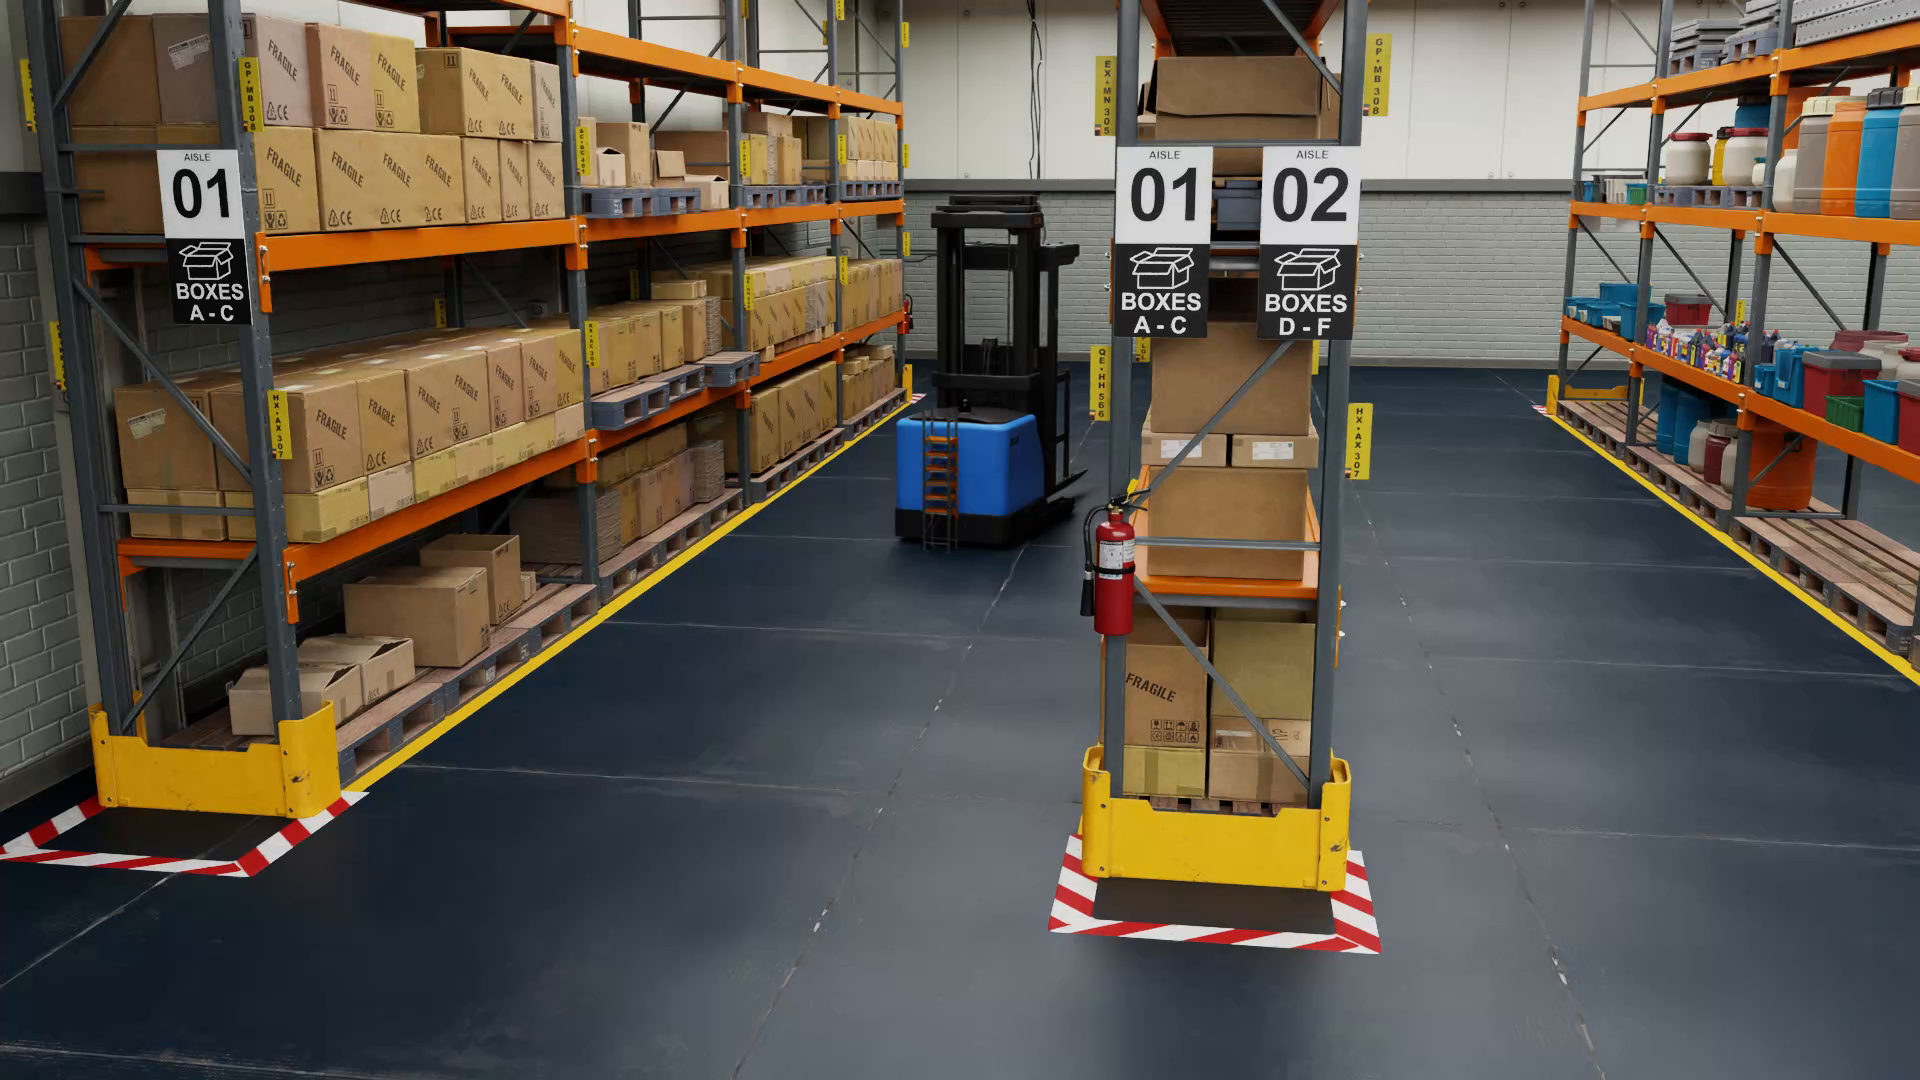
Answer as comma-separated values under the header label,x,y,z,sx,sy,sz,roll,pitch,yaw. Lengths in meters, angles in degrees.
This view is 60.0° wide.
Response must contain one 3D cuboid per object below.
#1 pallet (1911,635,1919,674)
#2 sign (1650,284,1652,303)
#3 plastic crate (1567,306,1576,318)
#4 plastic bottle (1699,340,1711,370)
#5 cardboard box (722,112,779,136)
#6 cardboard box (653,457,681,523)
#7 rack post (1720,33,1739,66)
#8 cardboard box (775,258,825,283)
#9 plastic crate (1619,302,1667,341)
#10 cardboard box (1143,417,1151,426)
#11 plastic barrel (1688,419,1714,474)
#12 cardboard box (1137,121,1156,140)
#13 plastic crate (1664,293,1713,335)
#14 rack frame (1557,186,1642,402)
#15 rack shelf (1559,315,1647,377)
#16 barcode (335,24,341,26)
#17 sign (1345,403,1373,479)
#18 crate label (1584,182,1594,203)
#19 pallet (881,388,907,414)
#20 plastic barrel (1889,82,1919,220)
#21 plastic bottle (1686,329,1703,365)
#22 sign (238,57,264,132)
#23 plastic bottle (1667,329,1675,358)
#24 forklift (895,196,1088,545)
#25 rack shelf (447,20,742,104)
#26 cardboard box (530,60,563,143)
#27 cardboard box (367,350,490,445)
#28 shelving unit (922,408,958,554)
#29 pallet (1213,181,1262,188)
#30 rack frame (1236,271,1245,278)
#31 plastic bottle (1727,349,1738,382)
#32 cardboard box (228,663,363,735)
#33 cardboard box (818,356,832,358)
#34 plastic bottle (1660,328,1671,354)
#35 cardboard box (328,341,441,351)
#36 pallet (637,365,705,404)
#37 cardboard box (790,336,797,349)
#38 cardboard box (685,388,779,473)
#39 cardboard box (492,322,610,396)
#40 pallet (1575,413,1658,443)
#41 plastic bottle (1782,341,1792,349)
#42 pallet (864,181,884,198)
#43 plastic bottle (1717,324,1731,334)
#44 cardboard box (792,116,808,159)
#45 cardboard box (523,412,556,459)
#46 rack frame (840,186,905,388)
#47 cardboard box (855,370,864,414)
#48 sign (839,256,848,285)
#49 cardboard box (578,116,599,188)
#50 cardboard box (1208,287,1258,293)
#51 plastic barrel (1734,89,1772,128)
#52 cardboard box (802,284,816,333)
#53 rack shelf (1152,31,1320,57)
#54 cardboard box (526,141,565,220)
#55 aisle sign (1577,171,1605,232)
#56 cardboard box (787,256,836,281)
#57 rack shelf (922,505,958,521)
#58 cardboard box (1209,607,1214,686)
label,x,y,z,sx,sy,sz,roll,pitch,yaw
pallet,6.514,0.853,10.035,1.003,0.211,1.213,2,12,9
sign,9.050,-3.212,21.890,0.100,0.325,0.005,2,12,9
plastic crate,8.010,-2.942,21.510,0.250,0.136,0.298,2,12,9
plastic bottle,7.090,-1.760,15.818,0.061,0.283,0.133,2,12,9
cardboard box,-2.235,-4.438,17.783,0.500,0.250,0.500,1,12,7
cardboard box,-2.817,-0.436,14.286,0.700,0.500,0.500,2,12,8
rack post,7.703,-4.577,15.557,0.937,0.300,0.954,3,13,15
cardboard box,-1.807,-2.994,18.495,0.500,0.250,0.500,2,12,10
plastic crate,7.624,-2.444,18.608,0.392,0.384,0.575,2,12,9
cardboard box,1.059,-0.484,7.840,0.380,0.149,0.250,2,12,10
plastic barrel,7.504,-0.928,16.590,0.421,0.512,0.421,0,12,0
cardboard box,1.066,-1.892,8.061,0.500,0.250,0.500,2,12,9
plastic crate,8.274,-2.552,18.922,0.402,0.464,0.583,2,12,9
rack frame,8.504,-3.147,21.974,1.000,3.000,0.127,2,12,9
rack shelf,8.197,-2.379,20.118,1.077,0.370,4.000,2,12,9
barcode,-3.769,-3.089,10.079,0.001,0.075,0.075,2,12,9
sign,1.697,-0.420,7.079,0.100,0.325,0.005,2,12,9
crate label,8.043,-4.359,20.832,0.408,0.251,0.502,2,12,9
pallet,-1.331,-1.935,22.974,1.003,0.211,1.213,2,12,9
plastic barrel,6.623,-2.609,11.170,0.600,0.901,0.600,0,12,0
plastic bottle,7.205,-1.891,16.266,0.144,0.351,0.185,2,12,9
sign,-3.210,-2.013,7.520,0.100,0.325,0.005,2,12,9
plastic bottle,7.275,-2.010,16.975,0.061,0.283,0.133,2,12,9
forklift,0.435,-1.658,15.231,1.130,2.935,3.031,5,13,20
rack shelf,-2.823,-3.772,13.291,1.077,0.370,4.000,2,12,9
cardboard box,-2.940,-2.870,10.914,0.500,0.500,0.500,1,12,4
cardboard box,-3.136,-0.847,9.834,0.500,0.500,0.500,2,12,10
shelving unit,-0.166,-0.496,13.948,0.258,1.200,0.189,5,13,20
pallet,1.469,-1.801,8.822,1.003,0.211,1.213,2,12,9
rack frame,2.380,-1.643,14.995,1.000,3.000,0.127,2,12,9
plastic bottle,6.950,-1.570,14.937,0.061,0.283,0.133,2,12,9
cardboard box,-3.550,0.821,8.901,0.500,0.311,0.500,0,12,2
cardboard box,-1.744,-2.281,21.356,0.380,0.149,0.250,2,12,9
plastic bottle,7.340,-2.068,17.273,0.097,0.271,0.097,0,12,0
cardboard box,-3.575,-0.971,10.405,0.500,0.500,0.500,2,12,10
pallet,-2.779,-1.295,13.838,1.003,0.211,1.213,2,12,9
cardboard box,-1.963,-2.124,17.780,0.380,0.149,0.250,2,12,10
cardboard box,-2.273,-1.106,16.609,0.750,0.750,0.750,2,12,8
cardboard box,-3.019,-1.338,12.302,0.700,0.500,0.500,2,12,9
pallet,8.149,-1.360,20.302,1.003,0.211,1.213,2,12,9
plastic bottle,7.882,-1.762,15.853,0.097,0.271,0.097,0,12,0
pallet,-1.574,-4.481,21.257,1.003,0.211,1.213,2,12,9
plastic bottle,8.148,-2.161,17.695,0.152,0.276,0.135,2,12,9
cardboard box,-2.023,-4.802,19.876,0.500,0.500,0.500,2,12,8
cardboard box,-2.989,-0.694,10.903,0.500,0.250,0.500,2,12,9
rack frame,-1.285,-3.468,23.464,1.000,3.000,0.127,2,12,9
cardboard box,-1.603,-1.875,21.011,0.700,0.500,0.500,2,12,8
sign,-1.362,-3.147,19.414,0.100,0.325,0.005,2,12,9
cardboard box,-2.967,-2.801,12.018,0.500,0.500,0.500,4,13,17
cardboard box,1.549,-1.191,9.583,0.700,0.500,0.500,2,12,9
plastic barrel,7.778,-3.870,16.026,0.600,0.901,0.708,2,12,9
cardboard box,-1.876,-2.524,18.094,0.500,0.500,0.500,2,12,9
rack shelf,2.072,-3.612,12.549,1.077,0.370,4.000,2,12,9
cardboard box,-2.964,-2.381,11.017,0.500,0.500,0.500,2,12,10
aisle sign,8.222,-4.442,21.815,0.394,0.787,0.004,2,12,9
cardboard box,-1.719,-3.100,18.988,0.500,0.250,0.500,2,12,10
rack shelf,-0.166,-0.218,14.008,0.258,0.103,0.180,5,13,20
cardboard box,1.591,0.482,8.887,0.500,0.500,0.500,2,12,9
